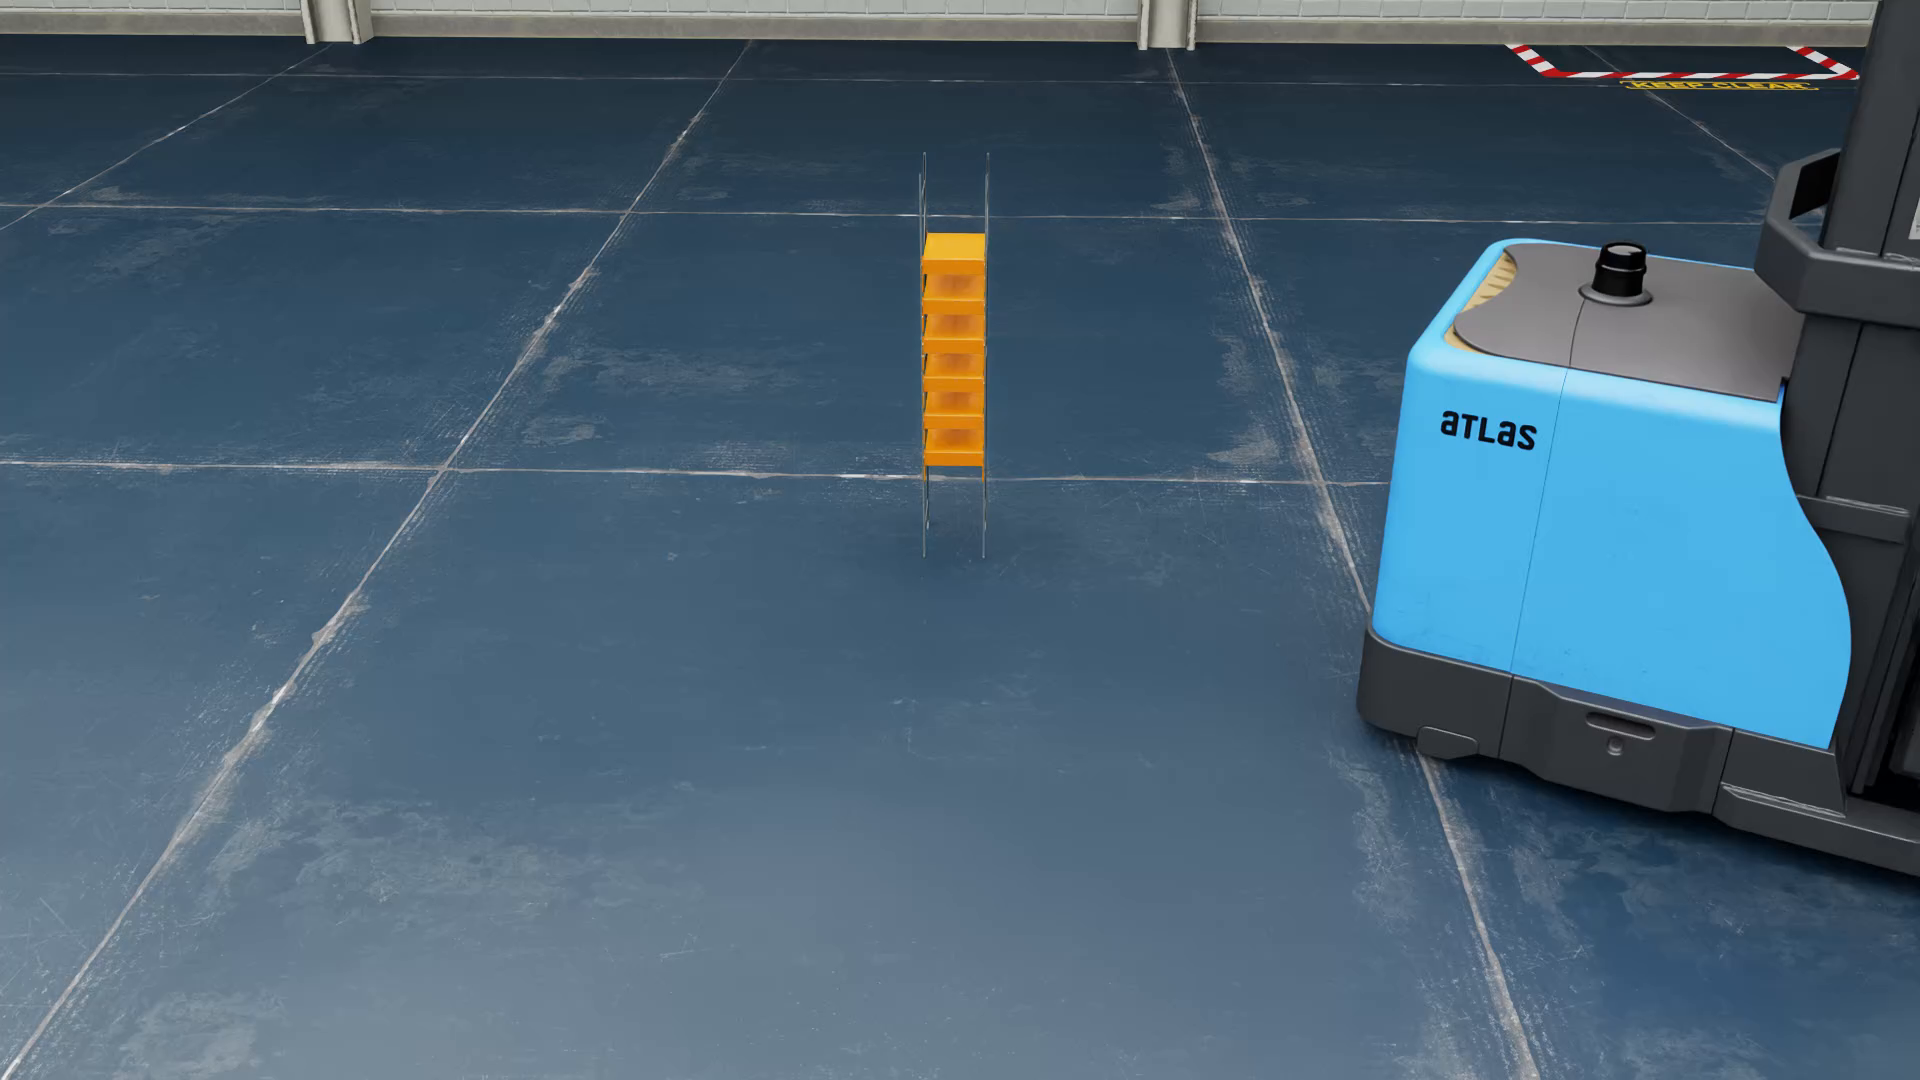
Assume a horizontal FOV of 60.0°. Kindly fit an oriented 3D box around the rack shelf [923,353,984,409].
[{"bbox_3d":[-0.014,-0.491,4.990,0.180,0.103,0.258,1,28,2],"label":"rack shelf"}]

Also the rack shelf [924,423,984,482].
[{"bbox_3d":[-0.014,-0.279,5.103,0.180,0.103,0.258,1,28,2],"label":"rack shelf"}]

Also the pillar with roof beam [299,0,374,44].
[{"bbox_3d":[-4.671,-5.616,6.237,0.400,9.000,9.100,1,28,2],"label":"pillar with roof beam"}]

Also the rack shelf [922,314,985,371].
[{"bbox_3d":[-0.014,-0.597,4.934,0.180,0.103,0.258,1,28,2],"label":"rack shelf"}]

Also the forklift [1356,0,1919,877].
[{"bbox_3d":[2.569,-0.668,3.381,3.031,2.935,1.130,14,31,24],"label":"forklift"}]

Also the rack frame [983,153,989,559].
[{"bbox_3d":[0.077,-0.529,4.967,0.006,1.200,0.240,1,28,2],"label":"rack frame"}]

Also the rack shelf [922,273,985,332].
[{"bbox_3d":[-0.014,-0.703,4.878,0.180,0.103,0.258,1,28,2],"label":"rack shelf"}]

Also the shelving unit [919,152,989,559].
[{"bbox_3d":[-0.014,-0.530,4.969,0.189,1.200,0.258,1,28,2],"label":"shelving unit"}]

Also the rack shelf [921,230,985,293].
[{"bbox_3d":[-0.014,-0.809,4.822,0.180,0.103,0.258,1,28,2],"label":"rack shelf"}]

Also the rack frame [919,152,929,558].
[{"bbox_3d":[-0.106,-0.532,4.972,0.006,1.200,0.240,1,28,2],"label":"rack frame"}]

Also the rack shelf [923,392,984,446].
[{"bbox_3d":[-0.014,-0.385,5.046,0.180,0.103,0.258,1,28,2],"label":"rack shelf"}]

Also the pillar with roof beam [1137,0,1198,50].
[{"bbox_3d":[1.326,-5.517,6.050,0.400,9.000,9.100,1,28,2],"label":"pillar with roof beam"}]
